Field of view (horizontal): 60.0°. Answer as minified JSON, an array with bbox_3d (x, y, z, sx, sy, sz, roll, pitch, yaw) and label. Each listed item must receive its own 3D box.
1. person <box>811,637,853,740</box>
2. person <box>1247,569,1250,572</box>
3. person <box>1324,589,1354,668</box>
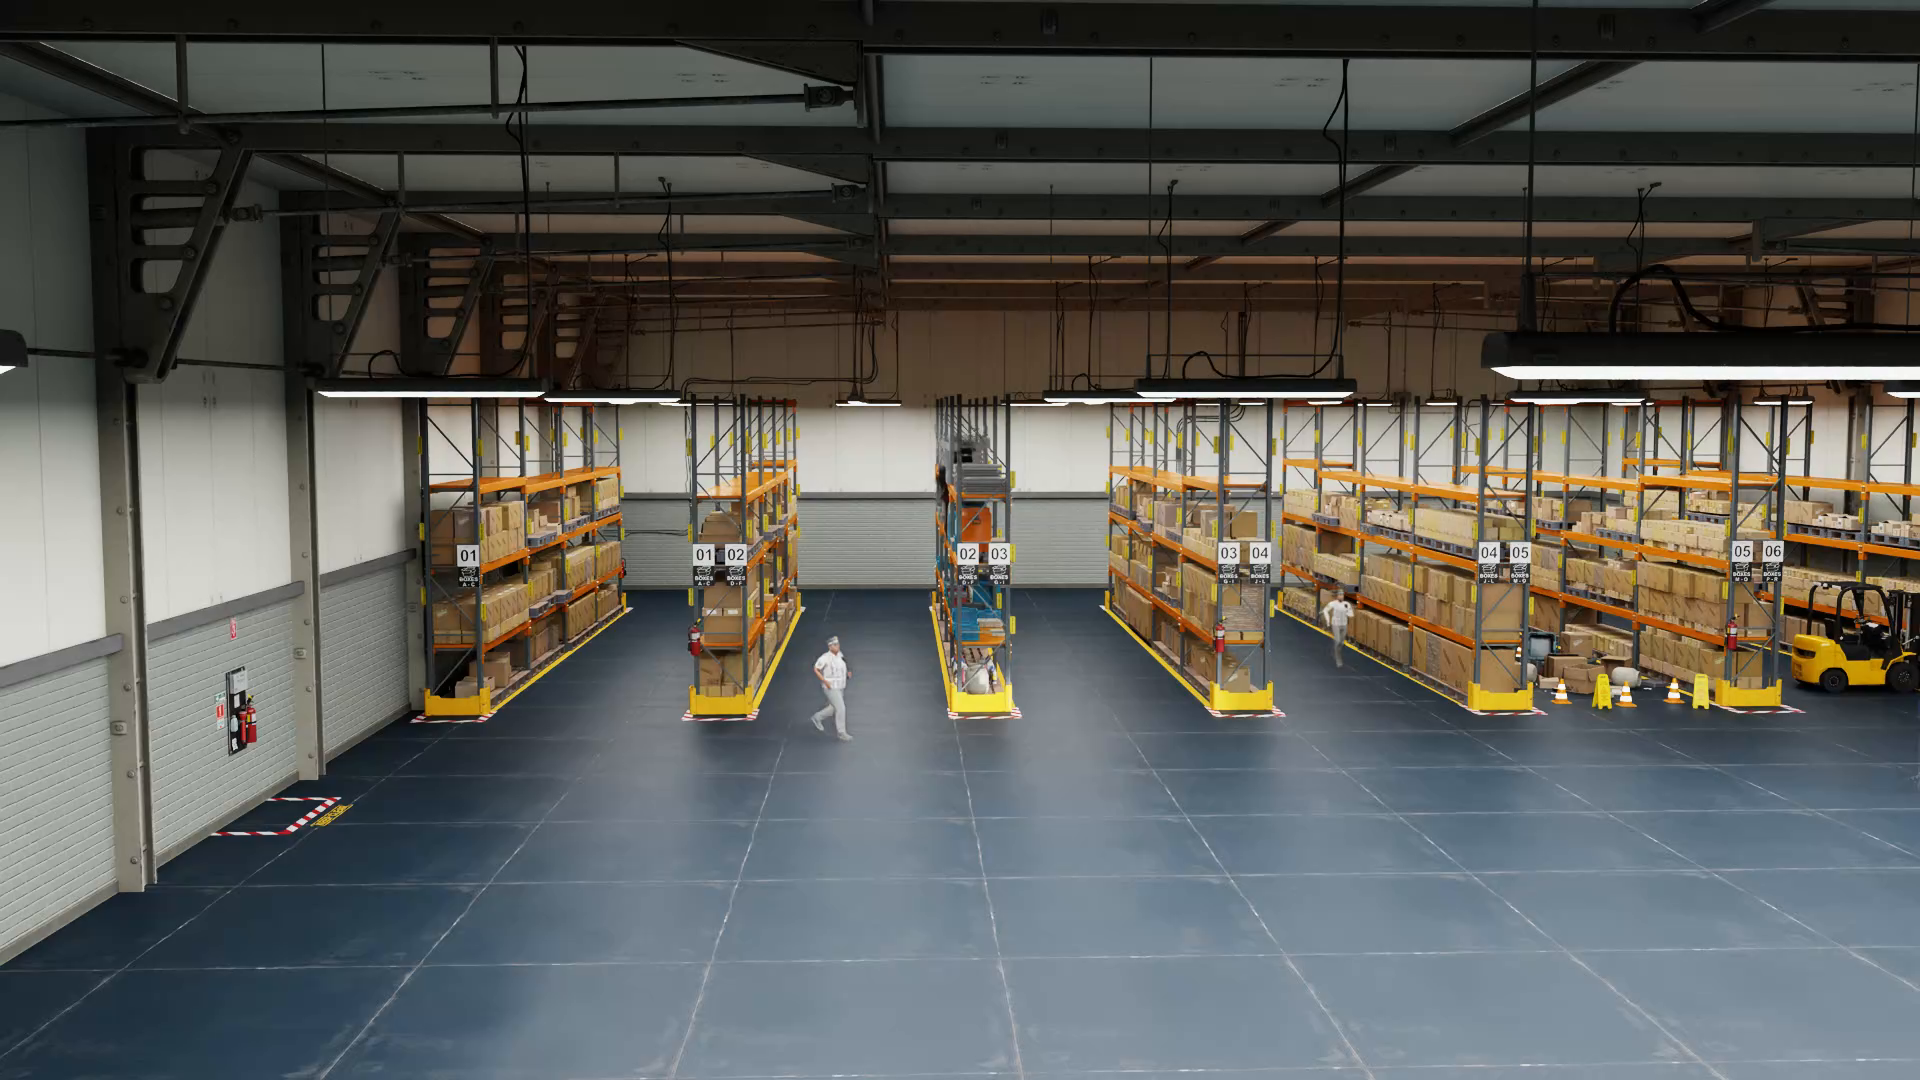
[{"bbox_3d":[-2.221,2.558,29.004,0.869,1.785,0.651,2,5,28],"label":"person"},{"bbox_3d":[7.919,1.078,47.660,0.783,1.776,0.945,3,5,31],"label":"person"},{"bbox_3d":[8.472,1.948,37.126,0.587,1.742,0.791,-1,5,-7],"label":"person"}]
